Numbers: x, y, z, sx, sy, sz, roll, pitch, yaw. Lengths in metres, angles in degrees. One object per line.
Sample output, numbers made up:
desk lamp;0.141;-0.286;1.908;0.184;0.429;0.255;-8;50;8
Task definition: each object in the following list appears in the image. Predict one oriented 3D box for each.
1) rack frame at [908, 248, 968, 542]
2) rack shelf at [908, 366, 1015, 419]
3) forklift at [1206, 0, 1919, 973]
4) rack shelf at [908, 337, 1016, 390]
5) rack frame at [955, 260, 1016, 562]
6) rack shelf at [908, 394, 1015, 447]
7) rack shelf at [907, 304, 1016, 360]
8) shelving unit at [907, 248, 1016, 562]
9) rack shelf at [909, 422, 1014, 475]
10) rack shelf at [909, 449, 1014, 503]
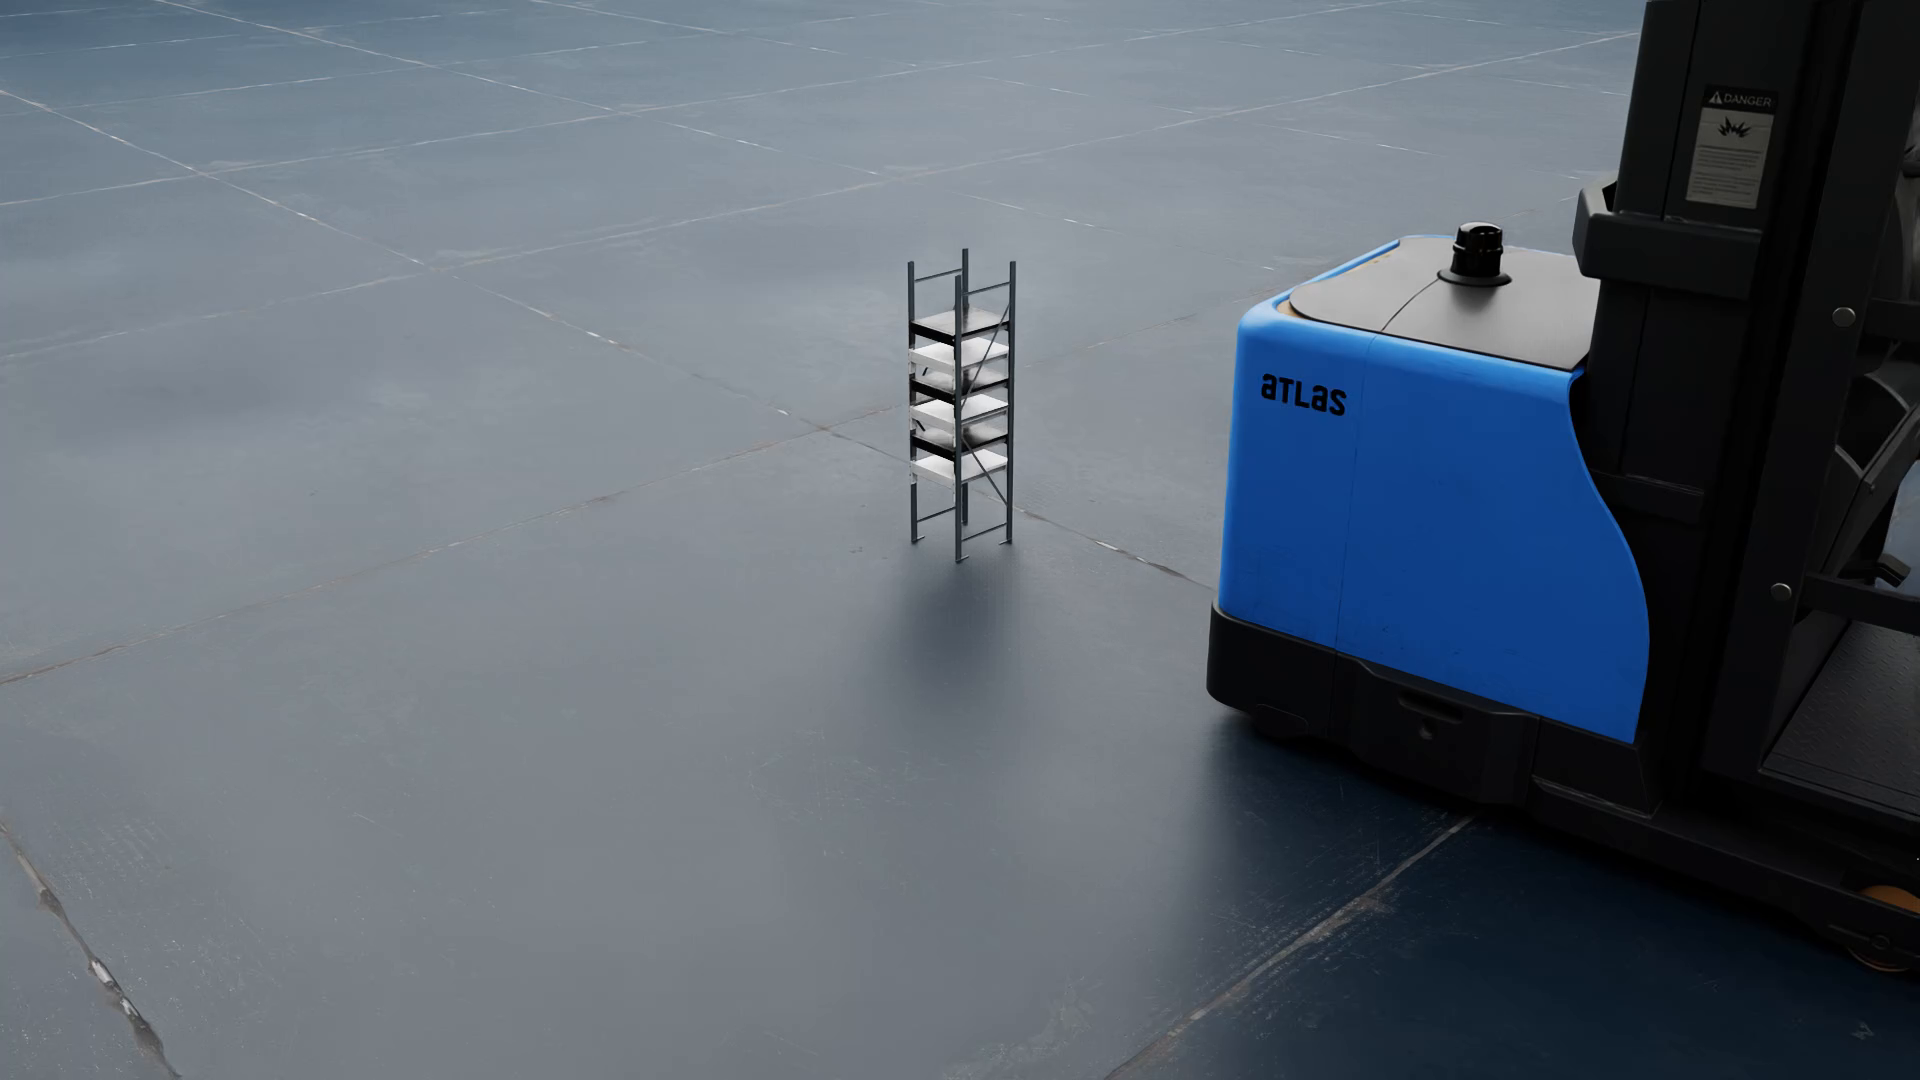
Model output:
rack frame;-0.064;-0.438;5.125;0.240;0.900;0.006;-21;32;-38
rack shelf;0.006;-0.459;5.034;0.258;0.077;0.200;-21;32;-38
forklift;2.103;-0.666;3.179;3.031;2.935;1.130;18;30;34
rack shelf;0.006;-0.540;4.997;0.258;0.077;0.200;-21;32;-38
rack frame;0.075;-0.376;4.990;0.240;0.900;0.006;-21;32;-38
rack shelf;0.006;-0.377;5.072;0.258;0.077;0.200;-21;32;-38
rack shelf;0.006;-0.622;4.960;0.258;0.077;0.200;-21;32;-38
shelving unit;0.006;-0.407;5.058;0.258;0.900;0.210;-21;32;-38
rack shelf;0.006;-0.295;5.109;0.258;0.077;0.200;-21;32;-38
rack shelf;0.006;-0.213;5.146;0.258;0.077;0.200;-21;32;-38
